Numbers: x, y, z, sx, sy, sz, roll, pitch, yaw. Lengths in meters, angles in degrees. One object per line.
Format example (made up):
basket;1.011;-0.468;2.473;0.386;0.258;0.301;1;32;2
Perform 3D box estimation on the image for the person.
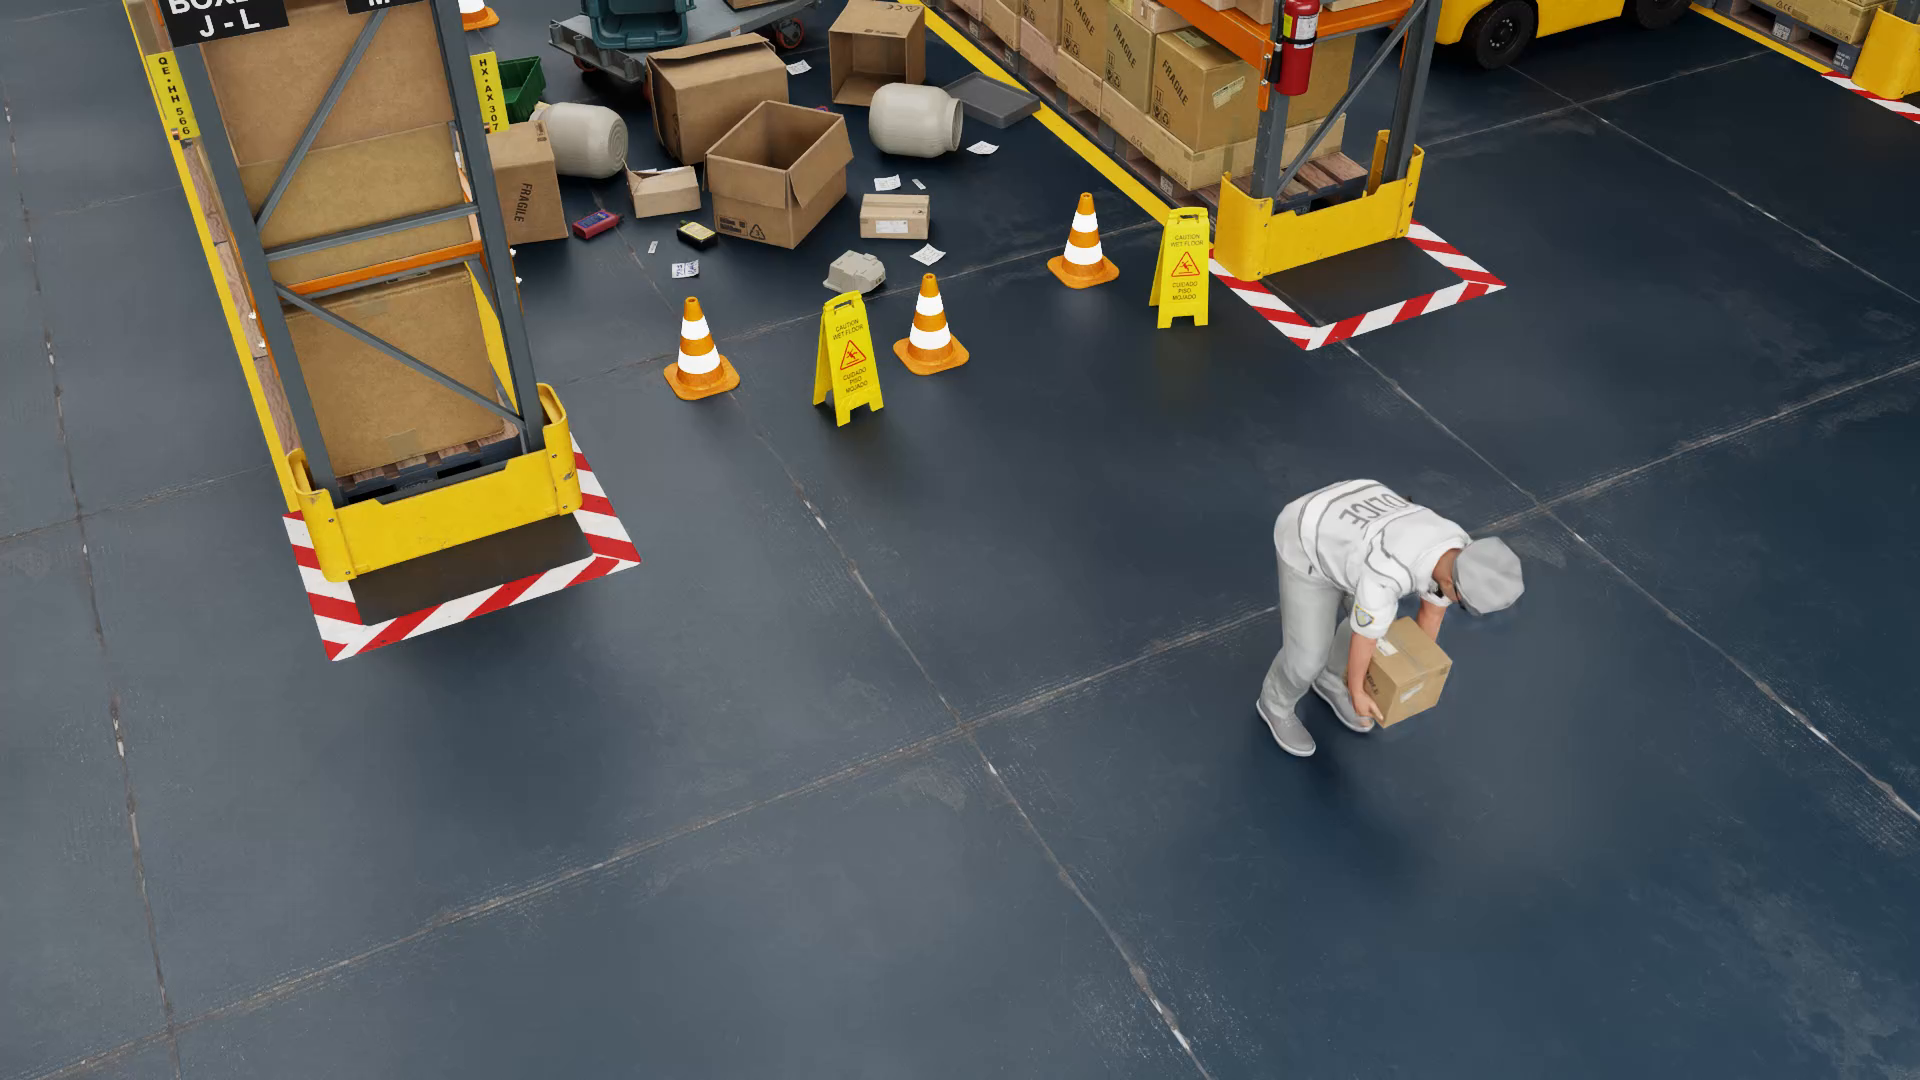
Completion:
person;1.528;0.338;6.074;0.480;1.351;0.995;-20;45;-21
